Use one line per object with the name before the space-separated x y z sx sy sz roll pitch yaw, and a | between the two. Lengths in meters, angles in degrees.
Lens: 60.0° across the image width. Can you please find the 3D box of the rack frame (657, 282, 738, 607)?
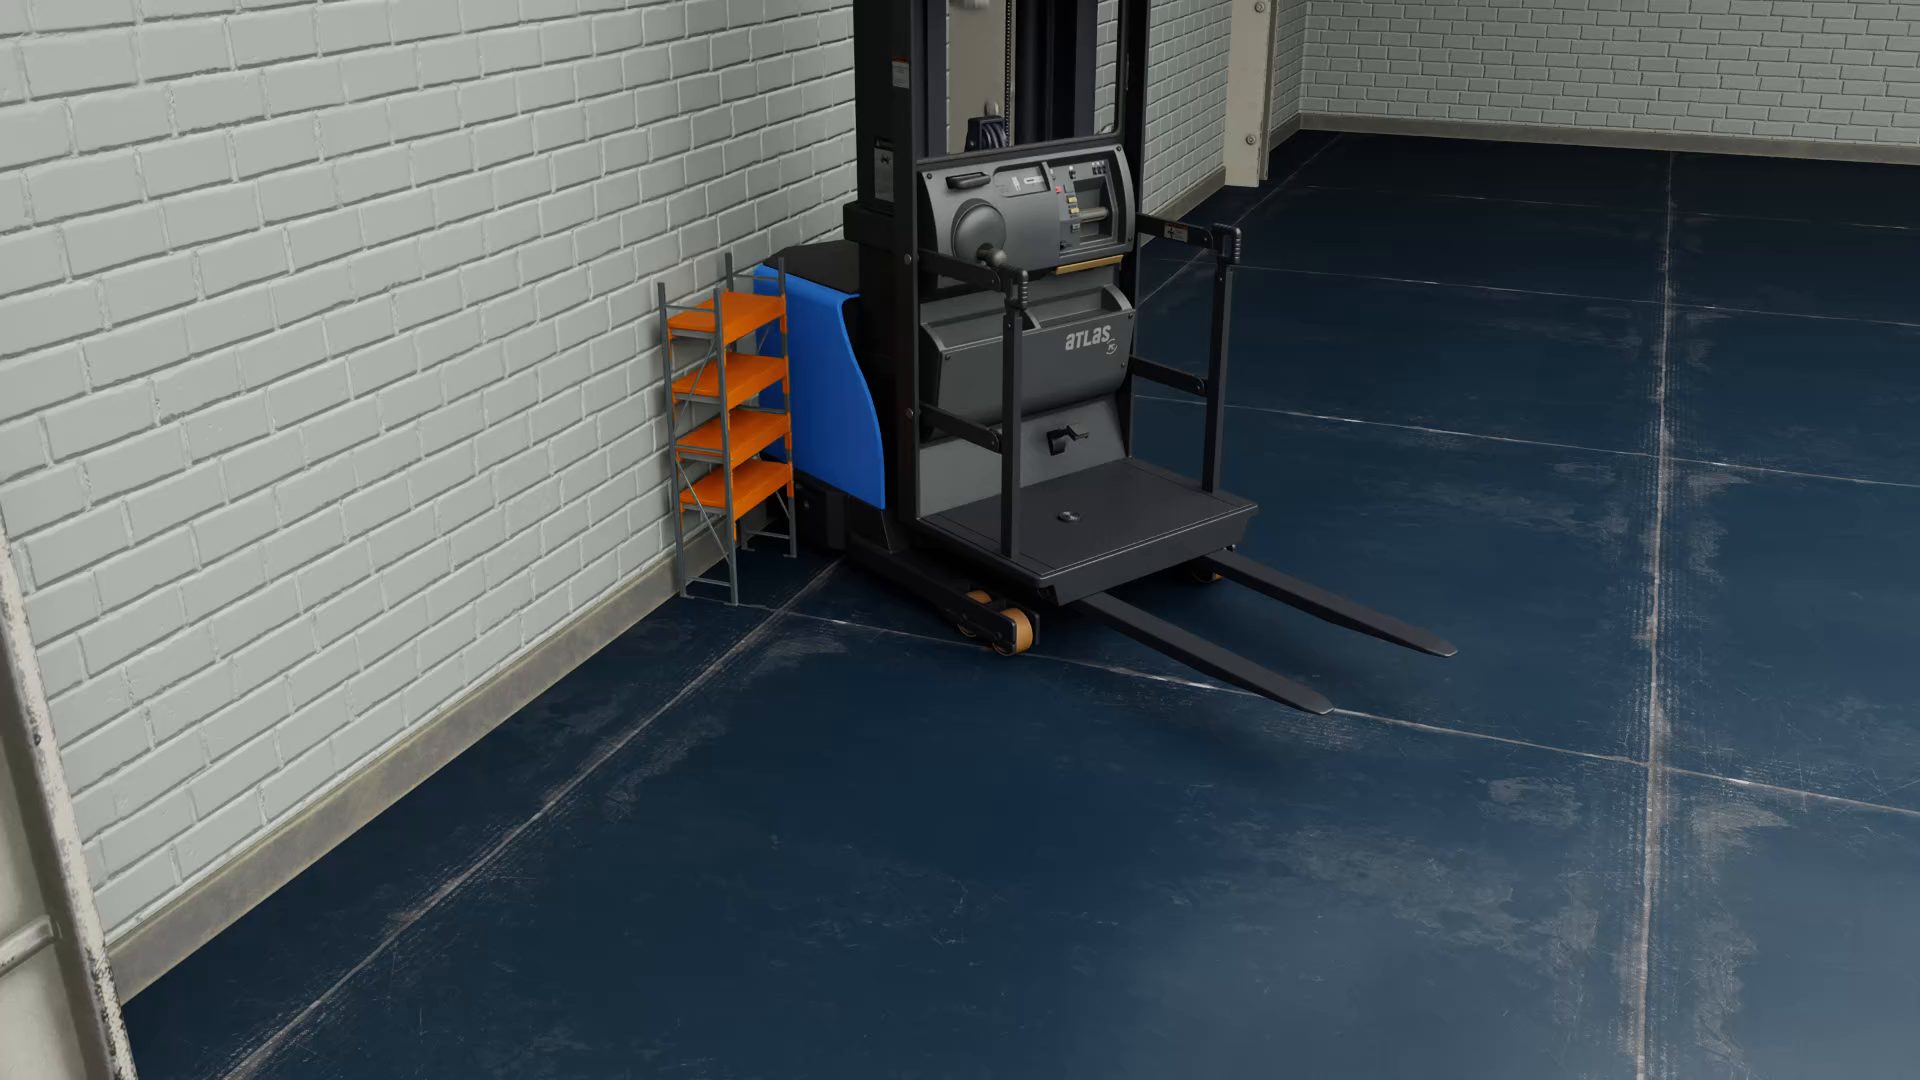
rack frame | -0.937 -0.325 5.972 0.240 1.200 0.015 8 24 19

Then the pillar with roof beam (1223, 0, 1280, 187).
pillar with roof beam | 6.379 -6.540 10.732 9.100 9.000 0.400 9 24 20

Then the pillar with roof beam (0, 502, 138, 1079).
pillar with roof beam | 1.922 -2.246 0.451 9.100 9.000 0.400 9 24 20

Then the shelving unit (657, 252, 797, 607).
shelving unit | -0.849 -0.413 6.182 0.258 1.200 0.503 8 24 19

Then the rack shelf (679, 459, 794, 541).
rack shelf | -0.849 -0.168 6.284 0.258 0.148 0.480 8 24 19

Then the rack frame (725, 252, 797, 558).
rack frame | -0.761 -0.501 6.392 0.240 1.200 0.015 8 24 19

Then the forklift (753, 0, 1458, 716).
forklift | 0.389 -1.165 5.737 1.130 2.935 3.031 -17 28 -35

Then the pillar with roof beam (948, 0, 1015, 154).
pillar with roof beam | 4.151 -4.393 5.591 9.100 9.000 0.400 9 24 20

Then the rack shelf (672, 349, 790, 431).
rack shelf | -0.849 -0.557 6.121 0.258 0.148 0.480 8 24 19

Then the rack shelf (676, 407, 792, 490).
rack shelf | -0.849 -0.351 6.208 0.258 0.148 0.480 8 24 19

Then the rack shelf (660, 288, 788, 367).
rack shelf | -0.849 -0.775 6.030 0.258 0.148 0.480 8 24 19
